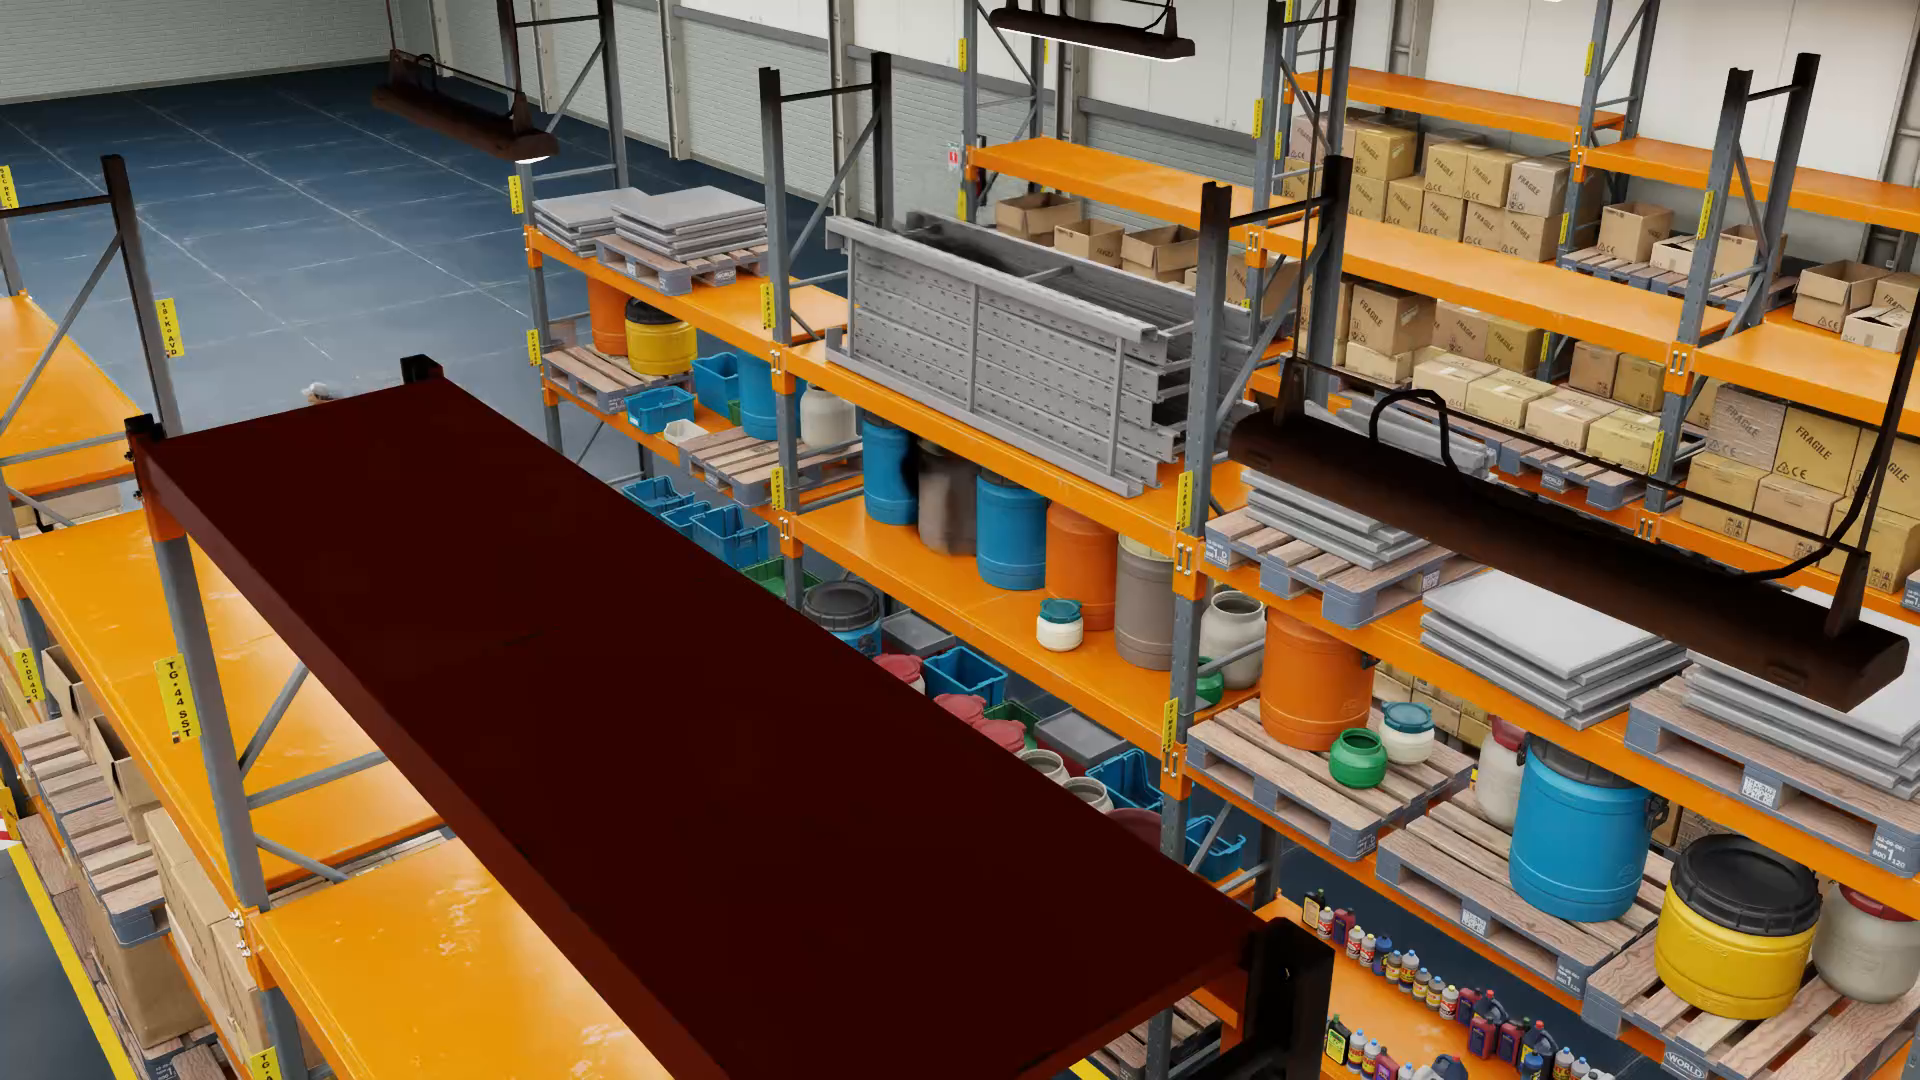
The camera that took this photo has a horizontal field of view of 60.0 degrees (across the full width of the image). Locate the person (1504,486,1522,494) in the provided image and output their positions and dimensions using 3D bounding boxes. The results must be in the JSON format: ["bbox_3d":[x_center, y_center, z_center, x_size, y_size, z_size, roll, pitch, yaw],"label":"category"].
[{"bbox_3d":[5.170,0.241,15.924,0.522,1.639,0.700,-23,34,-38],"label":"person"}]

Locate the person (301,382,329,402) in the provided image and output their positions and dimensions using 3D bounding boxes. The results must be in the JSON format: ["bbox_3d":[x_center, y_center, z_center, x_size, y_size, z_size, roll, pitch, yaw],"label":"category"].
[{"bbox_3d":[-6.898,-0.928,18.240,0.893,1.696,0.567,-6,26,-12],"label":"person"}]

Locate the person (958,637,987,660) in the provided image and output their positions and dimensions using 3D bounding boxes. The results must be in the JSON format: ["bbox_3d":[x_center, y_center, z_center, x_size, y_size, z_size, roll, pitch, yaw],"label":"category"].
[{"bbox_3d":[0.198,0.845,14.236,0.548,1.442,0.484,-18,31,-33],"label":"person"}]
